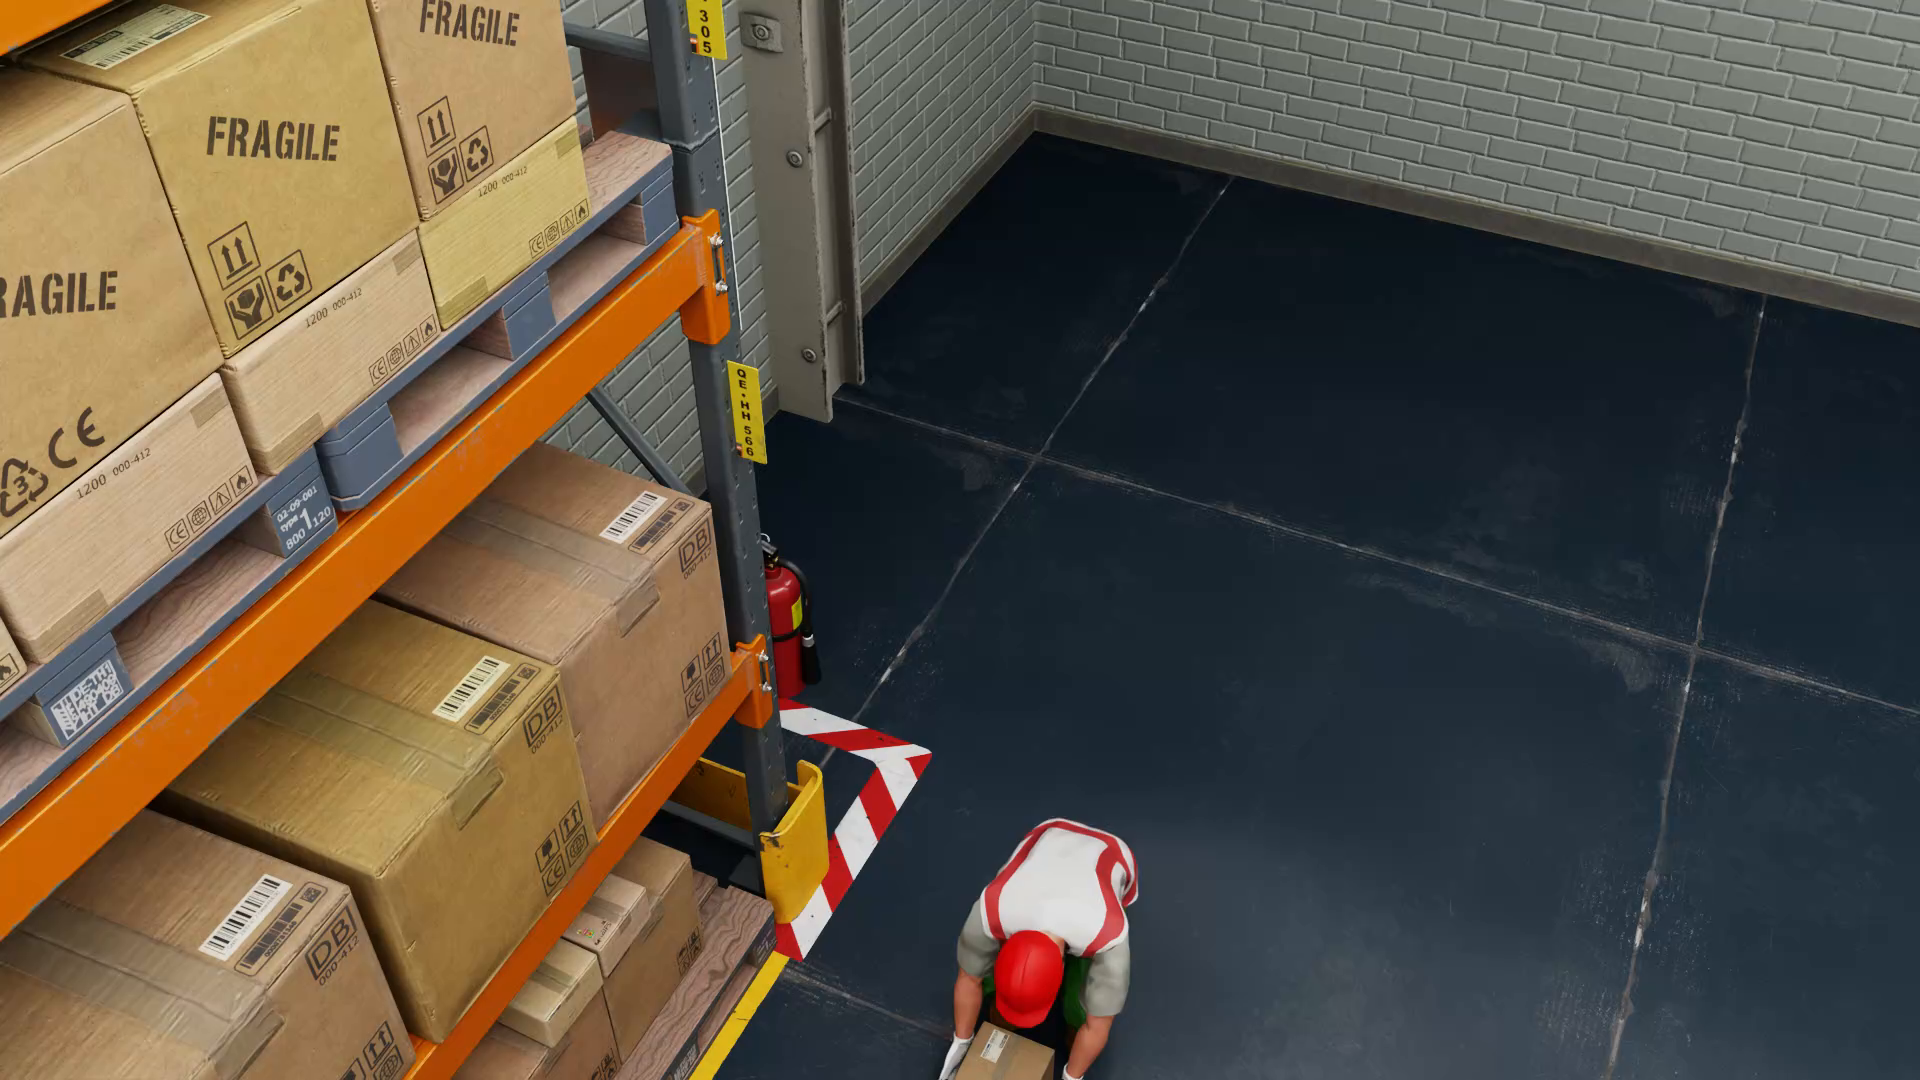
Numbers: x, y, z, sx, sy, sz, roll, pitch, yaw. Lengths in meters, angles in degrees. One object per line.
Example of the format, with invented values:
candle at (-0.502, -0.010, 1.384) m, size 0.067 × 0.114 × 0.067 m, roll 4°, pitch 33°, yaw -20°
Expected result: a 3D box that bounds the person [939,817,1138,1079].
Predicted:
person at (0.302, 1.312, 5.296) m, size 0.566 × 0.955 × 0.881 m, roll 17°, pitch 44°, yaw 18°
